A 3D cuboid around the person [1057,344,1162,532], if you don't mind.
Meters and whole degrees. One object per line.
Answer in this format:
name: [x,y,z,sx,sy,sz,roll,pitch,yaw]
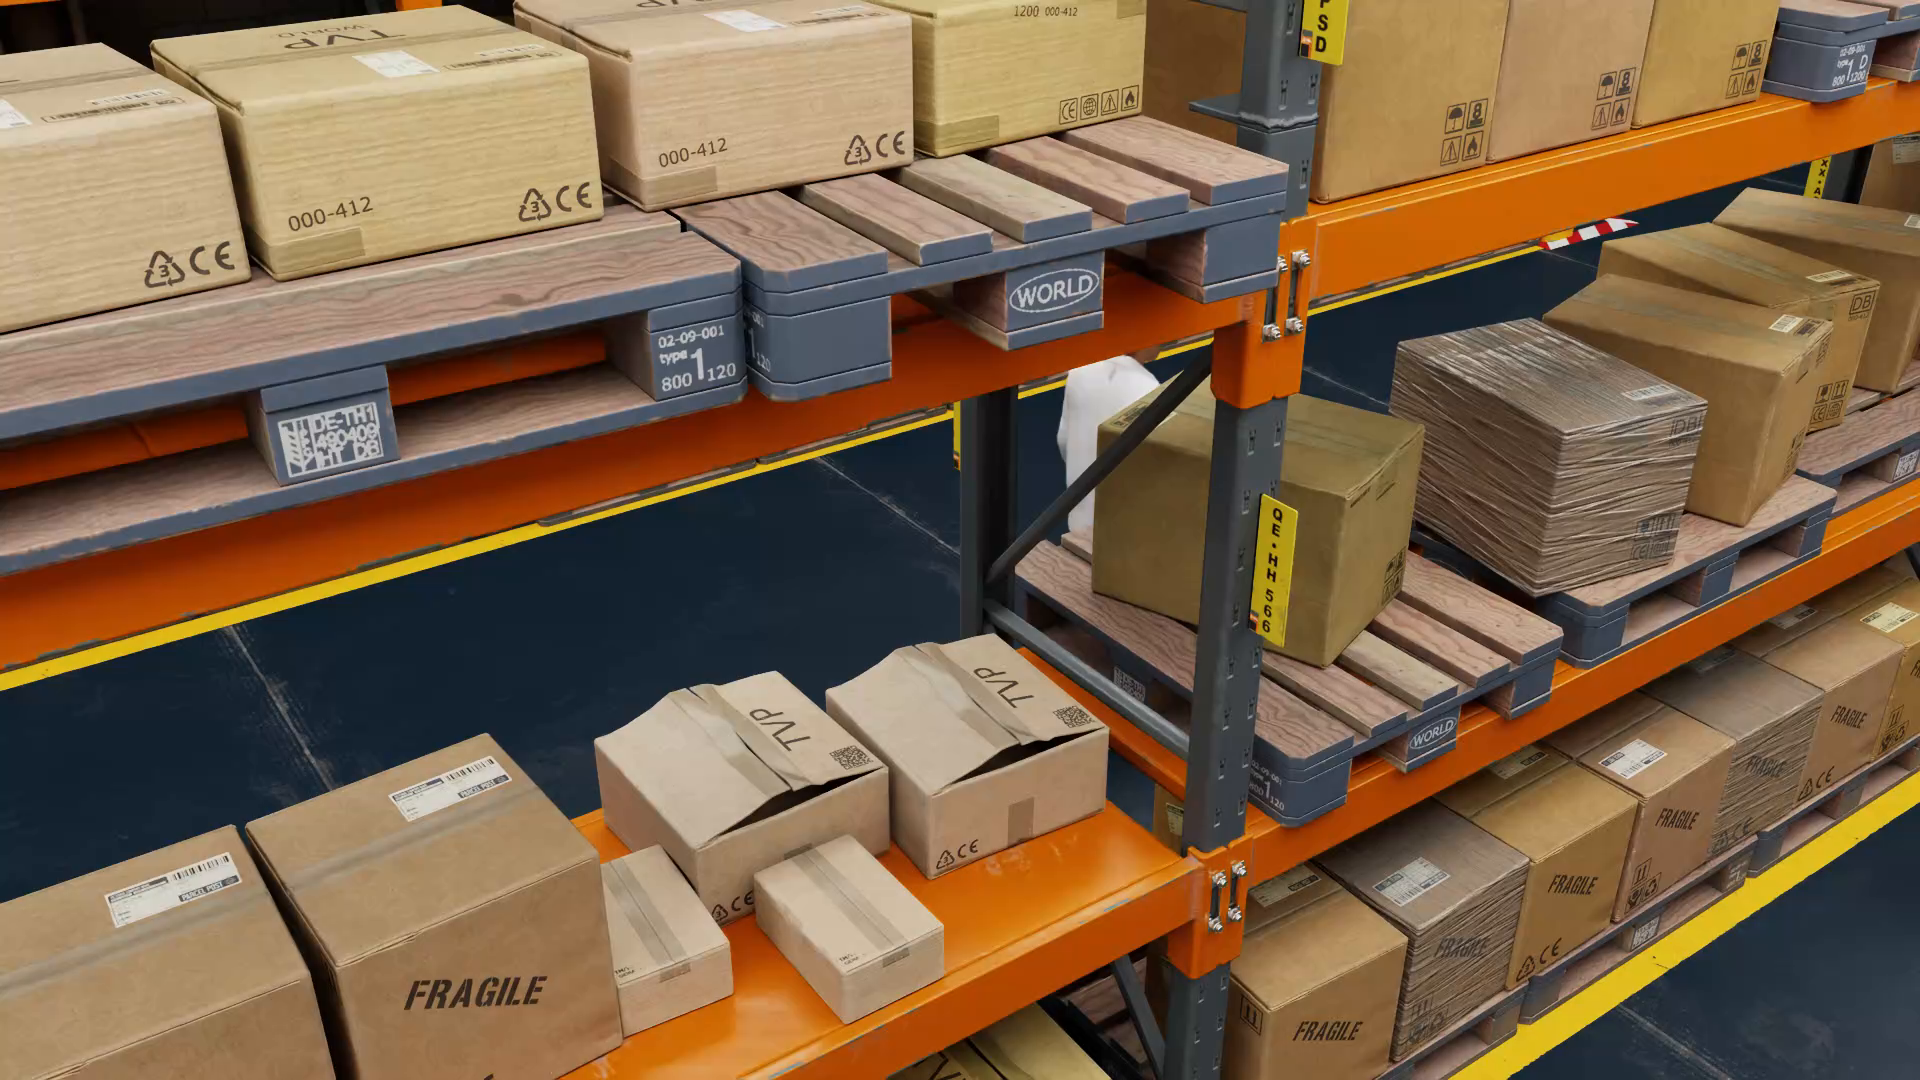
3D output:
person: [0.619,-0.060,6.248,0.425,1.776,0.601,-20,34,-32]
